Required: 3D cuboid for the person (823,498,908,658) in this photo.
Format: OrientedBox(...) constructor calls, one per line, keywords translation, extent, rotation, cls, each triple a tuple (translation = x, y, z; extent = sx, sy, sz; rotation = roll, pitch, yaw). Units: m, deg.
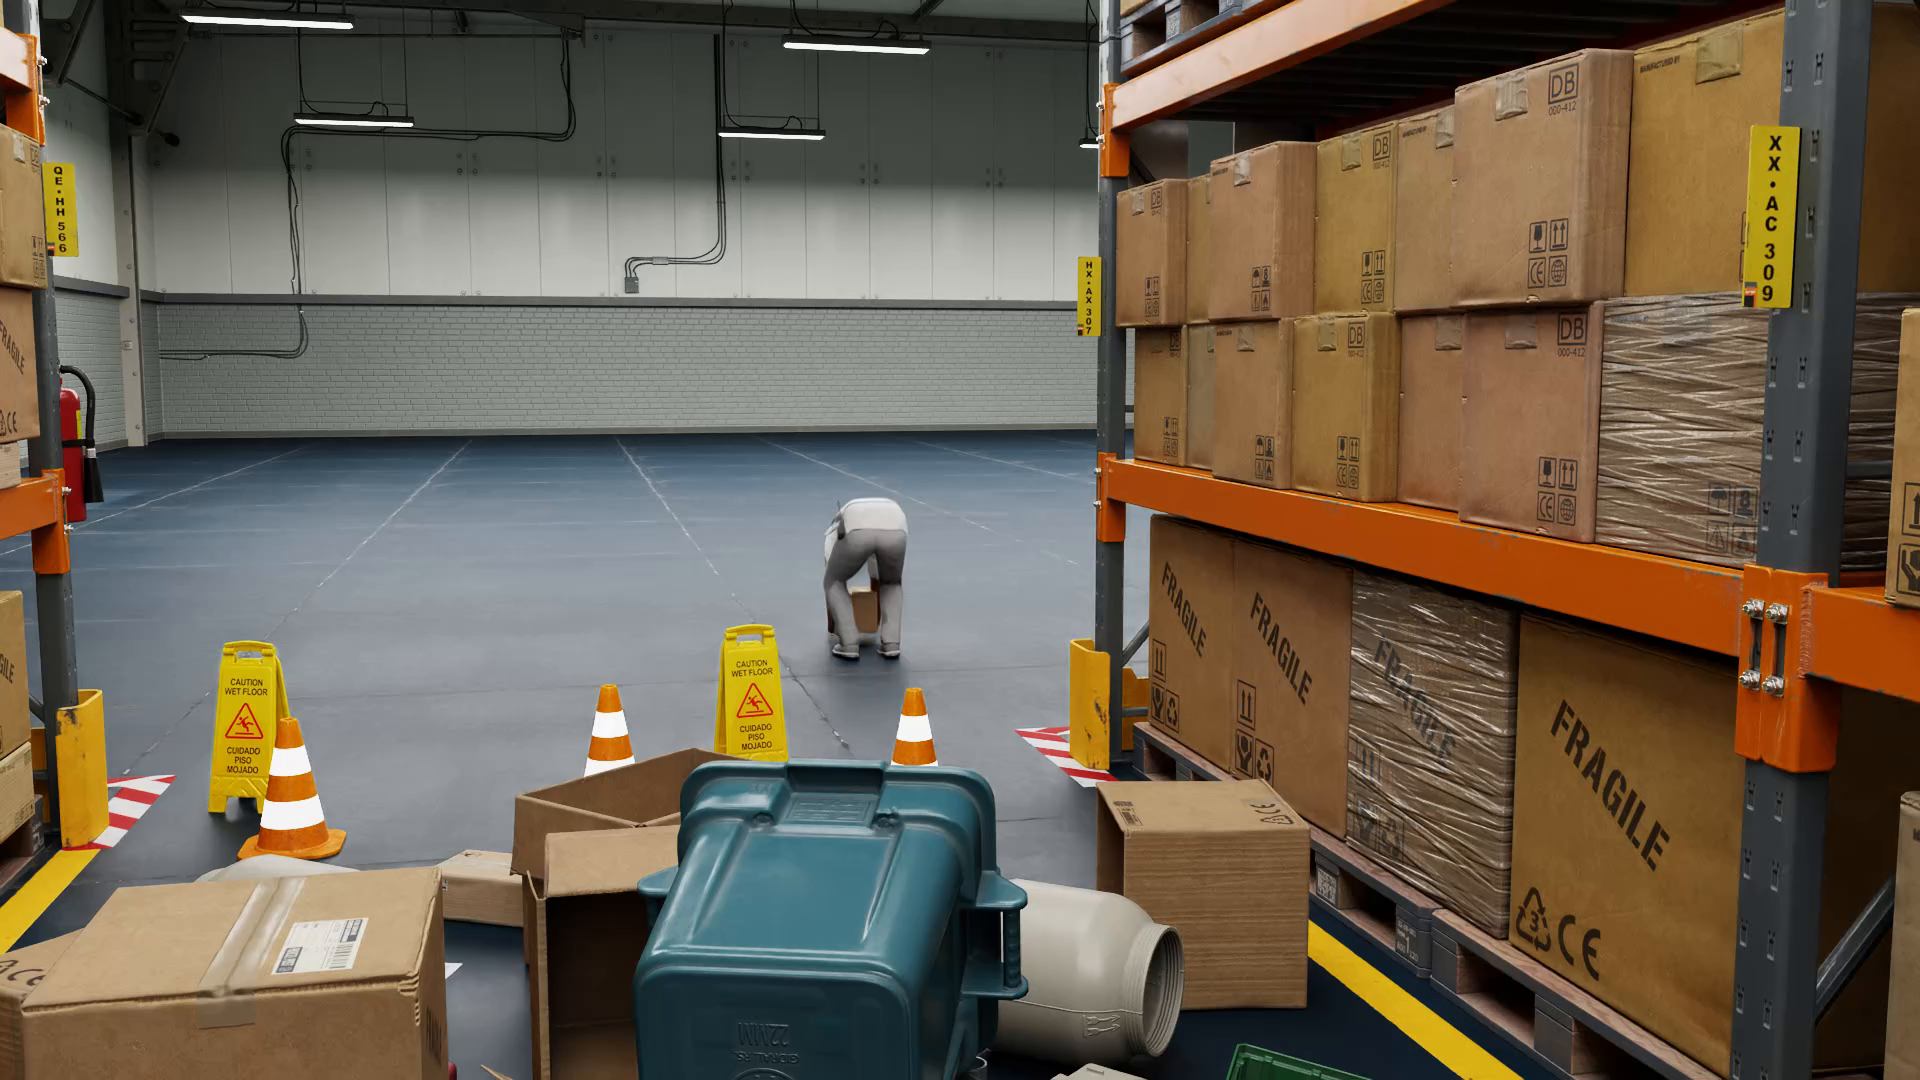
OrientedBox(translation=(-0.582, 0.199, 9.782), extent=(0.464, 0.922, 0.906), rotation=(-2, 7, -16), cls="person")
